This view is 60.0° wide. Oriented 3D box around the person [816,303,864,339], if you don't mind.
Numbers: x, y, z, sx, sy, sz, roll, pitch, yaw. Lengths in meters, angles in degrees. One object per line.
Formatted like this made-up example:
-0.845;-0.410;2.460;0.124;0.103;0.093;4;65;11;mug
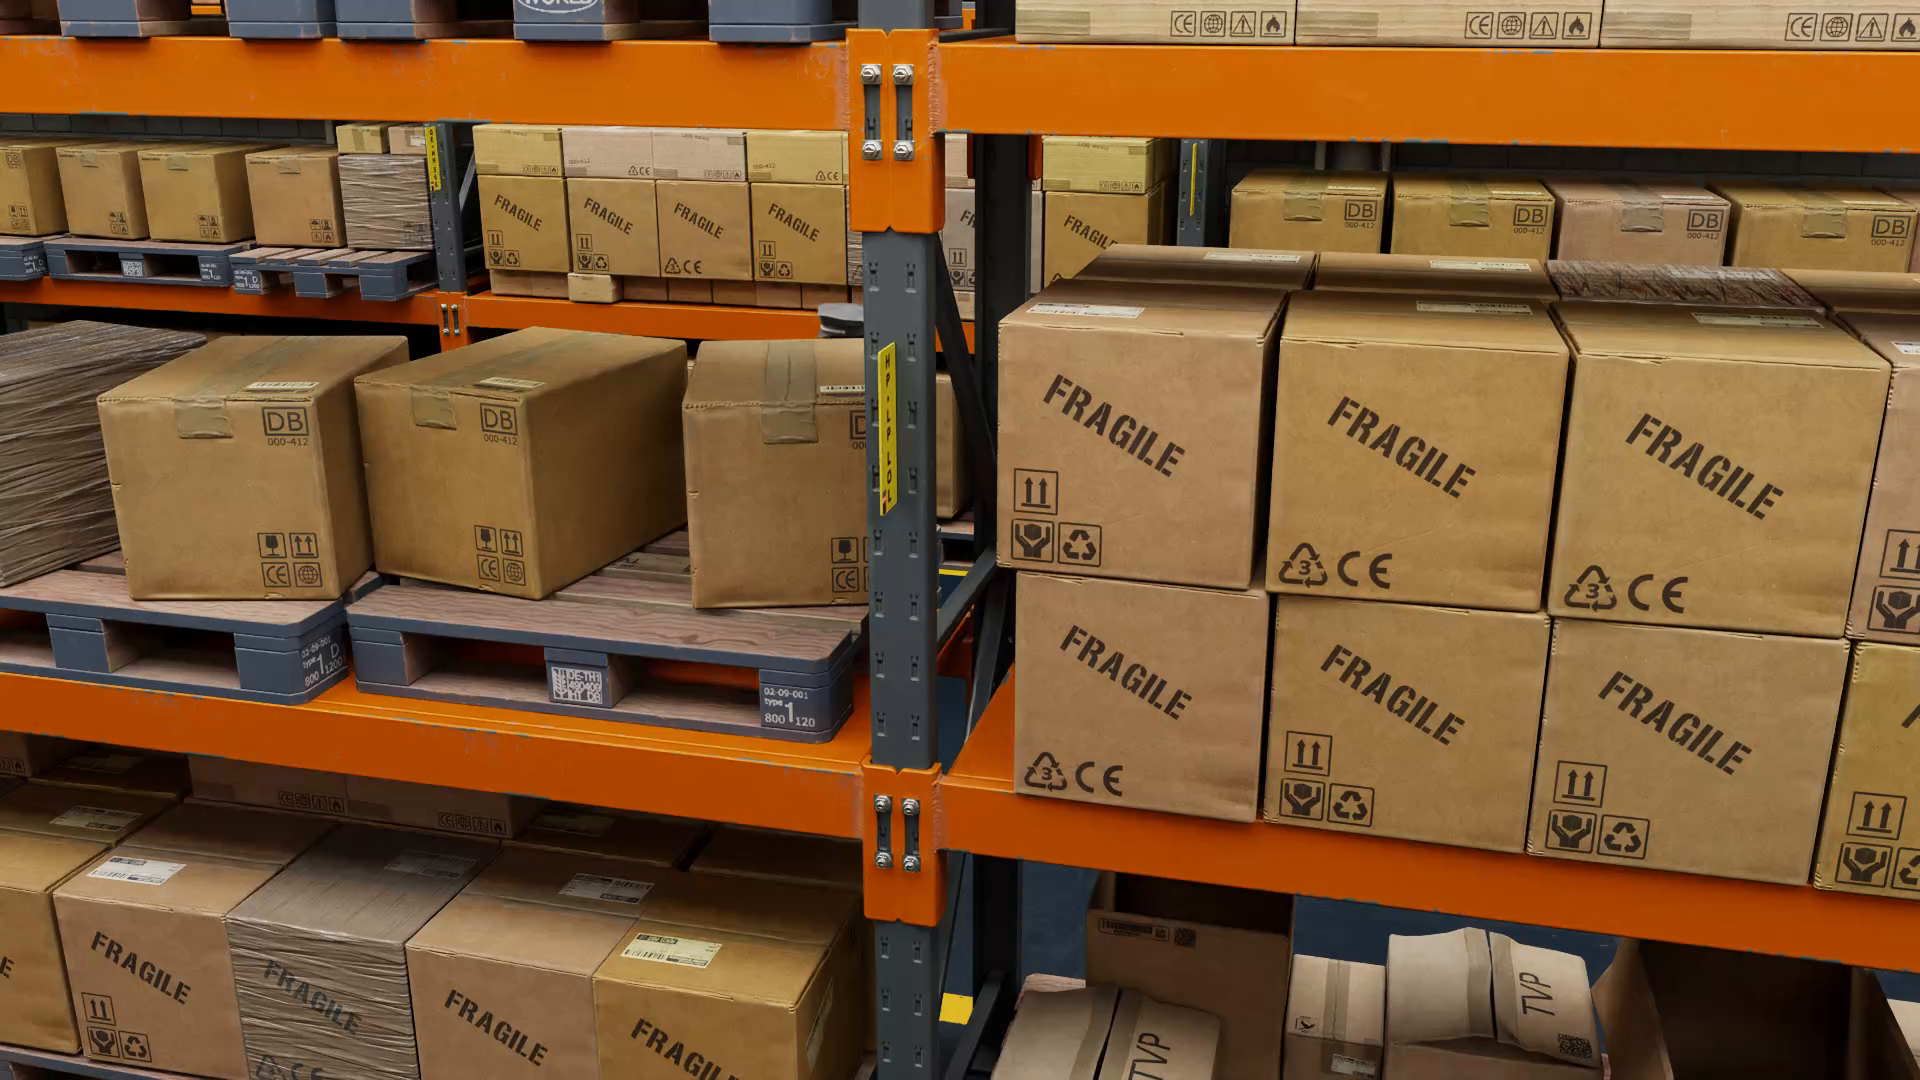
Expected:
-0.424;-0.182;7.102;0.408;1.663;0.528;5;19;14;person
